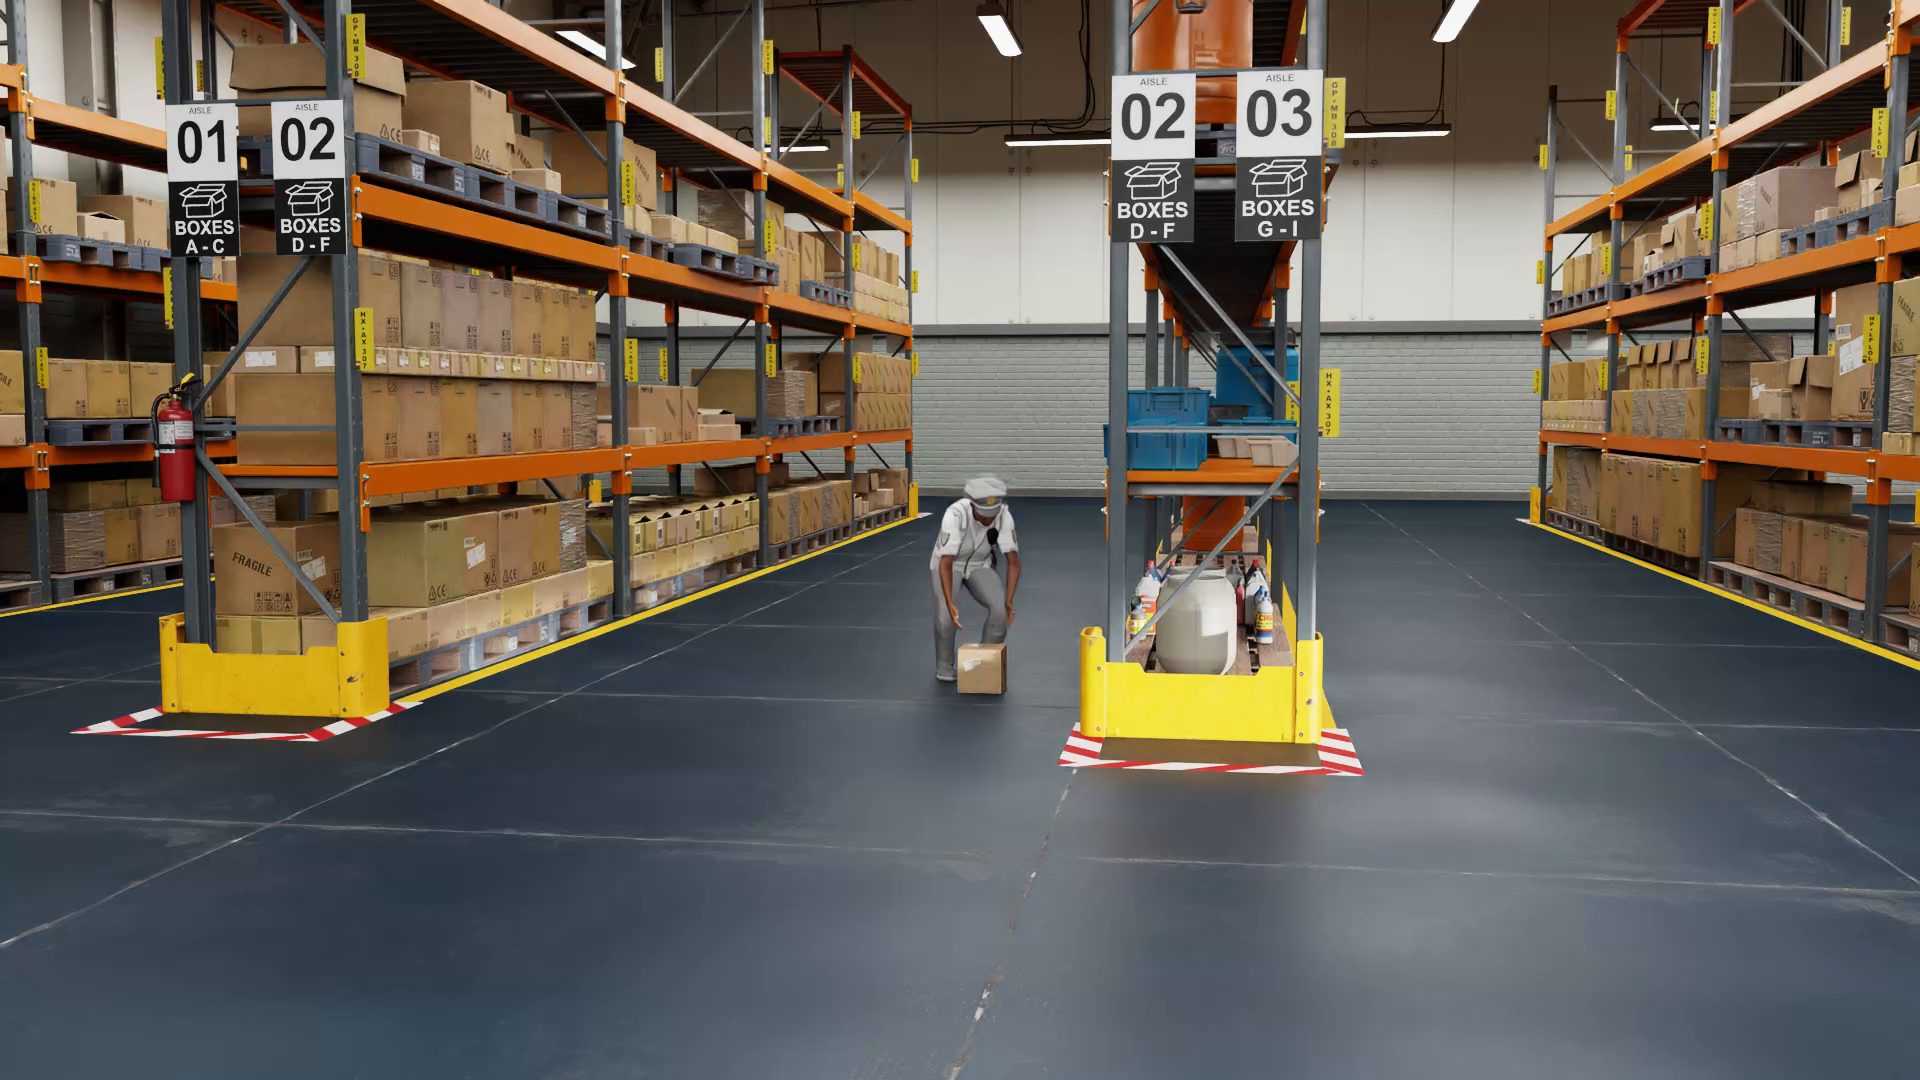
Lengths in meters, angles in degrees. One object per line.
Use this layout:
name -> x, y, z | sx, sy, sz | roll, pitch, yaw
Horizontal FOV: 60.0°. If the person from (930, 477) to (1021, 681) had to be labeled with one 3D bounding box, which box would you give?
person -> 0.092, 0.230, 9.863 | 0.500, 1.218, 0.792 | -1, 5, -10
